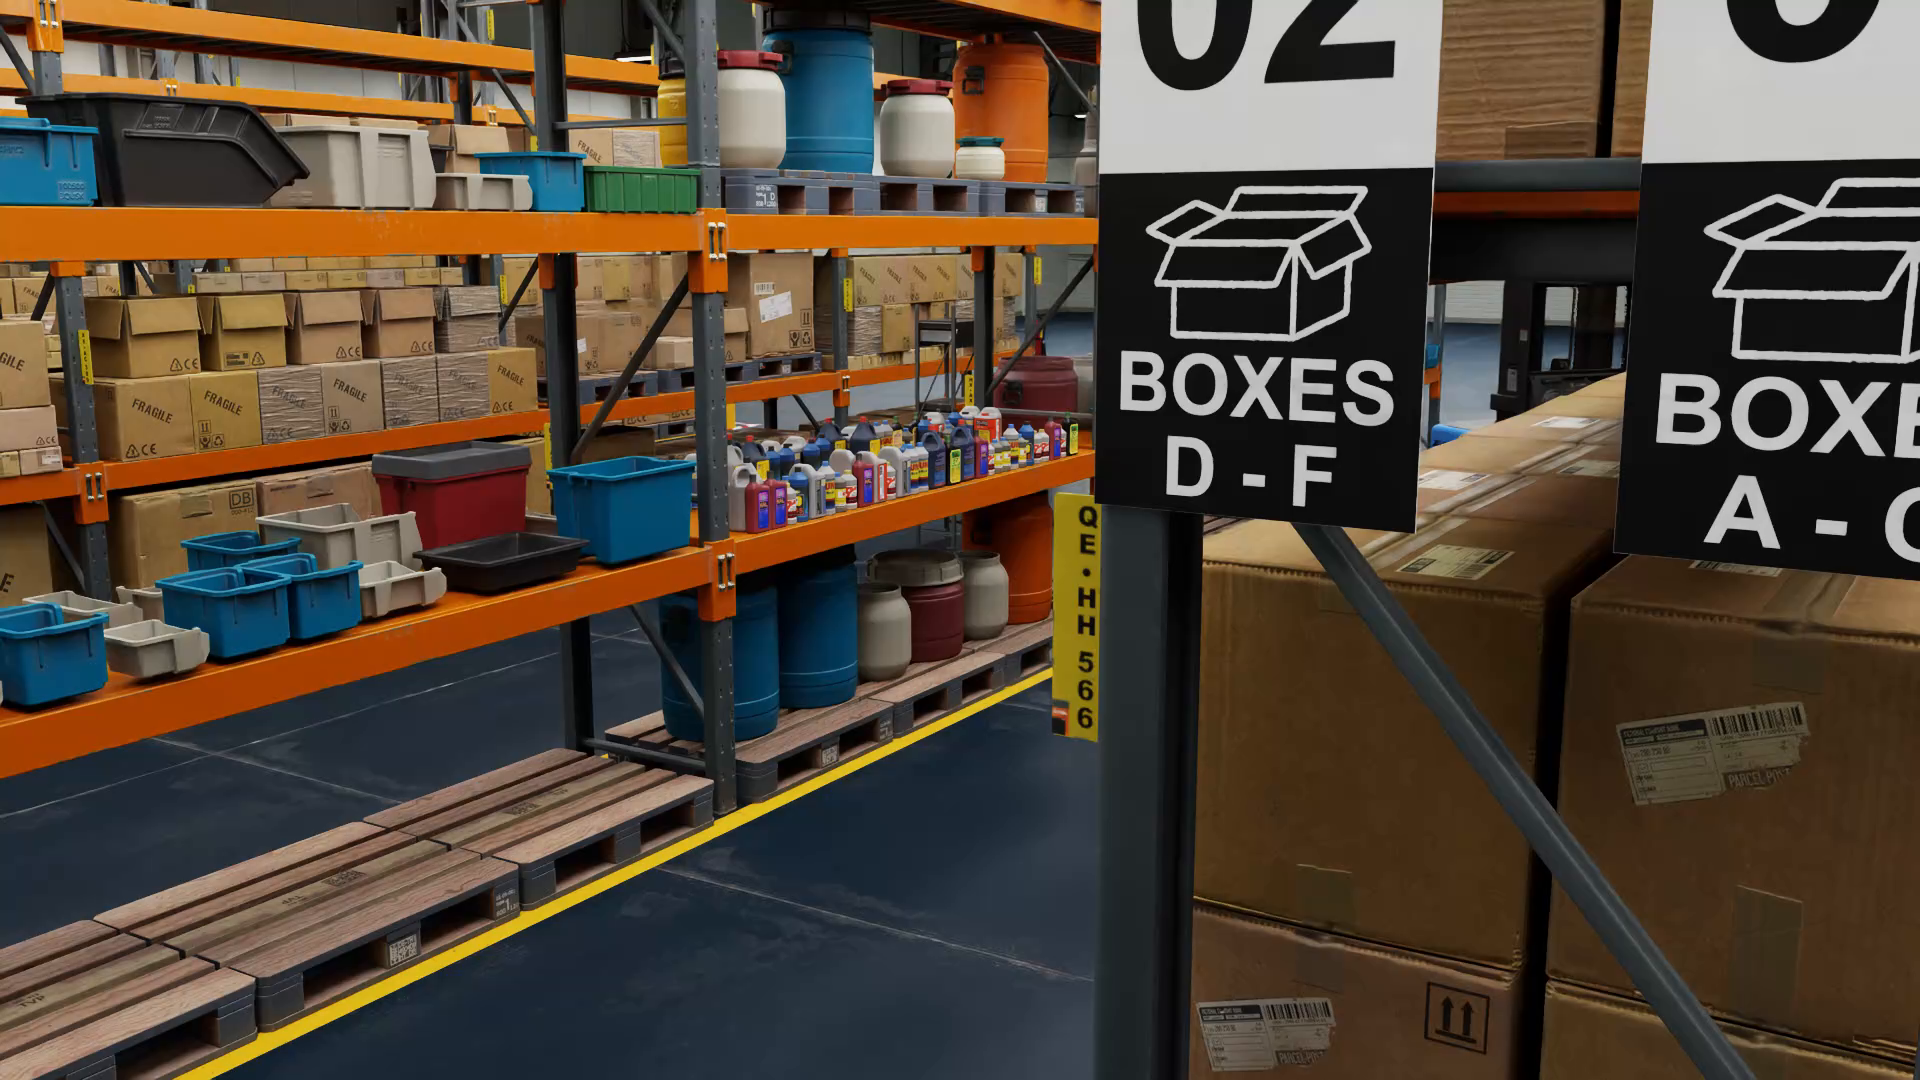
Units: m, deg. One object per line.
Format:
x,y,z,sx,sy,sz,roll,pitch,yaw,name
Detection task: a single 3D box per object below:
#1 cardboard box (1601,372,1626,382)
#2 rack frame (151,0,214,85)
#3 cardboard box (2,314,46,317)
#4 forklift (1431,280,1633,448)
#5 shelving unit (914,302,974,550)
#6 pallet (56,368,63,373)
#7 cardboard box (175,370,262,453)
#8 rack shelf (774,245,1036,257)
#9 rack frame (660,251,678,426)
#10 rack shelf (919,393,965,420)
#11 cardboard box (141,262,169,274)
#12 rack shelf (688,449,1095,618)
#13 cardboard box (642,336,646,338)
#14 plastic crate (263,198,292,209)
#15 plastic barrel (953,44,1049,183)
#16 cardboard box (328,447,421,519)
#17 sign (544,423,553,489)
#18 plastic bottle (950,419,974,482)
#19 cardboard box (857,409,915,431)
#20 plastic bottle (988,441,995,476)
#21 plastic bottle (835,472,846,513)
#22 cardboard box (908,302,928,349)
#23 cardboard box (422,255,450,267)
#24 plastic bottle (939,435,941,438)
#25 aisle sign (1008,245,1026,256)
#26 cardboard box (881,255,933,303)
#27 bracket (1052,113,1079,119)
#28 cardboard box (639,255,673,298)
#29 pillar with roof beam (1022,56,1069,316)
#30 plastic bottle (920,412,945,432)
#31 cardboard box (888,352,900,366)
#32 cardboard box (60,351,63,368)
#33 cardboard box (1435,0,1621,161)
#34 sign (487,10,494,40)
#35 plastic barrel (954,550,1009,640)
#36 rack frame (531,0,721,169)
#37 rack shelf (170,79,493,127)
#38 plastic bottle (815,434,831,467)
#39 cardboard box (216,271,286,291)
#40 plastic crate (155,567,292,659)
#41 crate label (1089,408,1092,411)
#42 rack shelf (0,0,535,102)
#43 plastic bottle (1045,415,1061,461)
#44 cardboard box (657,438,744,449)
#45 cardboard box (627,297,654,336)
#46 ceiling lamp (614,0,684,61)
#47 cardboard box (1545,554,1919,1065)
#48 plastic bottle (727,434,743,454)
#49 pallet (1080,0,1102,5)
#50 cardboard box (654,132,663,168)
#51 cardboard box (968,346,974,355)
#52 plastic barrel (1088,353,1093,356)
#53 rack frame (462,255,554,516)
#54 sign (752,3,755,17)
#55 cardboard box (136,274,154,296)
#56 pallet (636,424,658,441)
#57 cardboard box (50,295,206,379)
2.222,-0.239,5.004,0.500,0.500,0.500,7,13,32,cardboard box
-10.074,-5.846,21.642,1.000,3.000,0.127,6,12,31,rack frame
-8.680,-2.010,15.380,0.380,0.149,0.250,6,12,28,cardboard box
5.040,-1.165,13.127,1.130,2.935,3.031,-4,11,-20,forklift
-0.086,-1.006,14.536,0.431,2.100,0.503,6,12,31,shelving unit
-8.147,-1.595,15.757,1.213,0.211,1.003,6,12,31,pallet
-5.045,-0.869,11.089,0.500,0.500,0.500,6,12,31,cardboard box
-0.566,-3.386,18.607,1.077,0.370,4.000,6,12,31,rack shelf
-3.714,-3.070,23.113,1.000,3.000,0.127,6,12,31,rack frame
-0.086,-0.993,14.539,0.431,0.518,0.480,6,12,31,rack shelf
-10.621,-3.578,21.844,0.380,0.149,0.250,6,12,30,cardboard box
-0.486,-0.180,9.635,1.077,0.370,4.000,6,12,31,rack shelf
-3.046,-1.750,15.289,0.396,0.266,0.258,6,12,29,cardboard box
-2.741,-1.284,6.139,0.437,0.136,0.530,6,12,31,plastic crate
0.255,-2.651,10.419,0.600,0.830,0.708,6,12,31,plastic barrel
-4.527,-0.238,12.619,1.225,0.875,0.875,6,12,31,cardboard box
-1.994,-0.408,8.146,0.100,0.325,0.005,6,12,31,sign
-0.005,-0.519,9.623,0.144,0.351,0.185,6,12,31,plastic bottle
-0.817,-1.183,18.691,0.500,0.500,0.500,5,12,26,cardboard box
0.157,-0.487,9.856,0.097,0.201,0.097,0,11,0,plastic bottle
-0.635,-0.247,8.574,0.097,0.201,0.097,0,11,0,plastic bottle
-0.855,-2.374,18.320,0.875,0.500,0.500,6,12,31,cardboard box
-8.076,-4.112,24.885,0.700,0.500,0.500,6,12,29,cardboard box
-0.104,-0.463,9.506,0.061,0.283,0.133,6,12,31,plastic bottle
0.761,-3.839,20.157,0.394,0.787,0.004,6,12,31,aisle sign
-0.635,-2.841,18.097,0.500,0.500,0.500,6,12,31,cardboard box
3.644,-13.724,53.940,0.076,0.066,3.189,6,12,31,bracket
-4.147,-3.524,22.199,0.875,0.550,0.550,6,12,31,cardboard box
5.881,-11.232,50.412,9.100,9.000,0.548,6,12,31,pillar with roof beam
-0.189,-0.678,10.673,0.152,0.276,0.135,6,12,31,plastic bottle
-0.867,-1.953,17.829,0.380,0.149,0.250,6,12,31,cardboard box
-8.127,-1.655,15.097,0.380,0.149,0.250,6,12,30,cardboard box
0.671,-0.623,2.301,0.500,0.250,0.500,6,12,31,cardboard box
-5.321,-5.837,18.841,0.100,0.325,0.005,6,12,31,sign
0.096,0.344,10.500,0.421,0.512,0.421,0,11,0,plastic barrel
-1.525,-3.168,7.337,1.000,3.000,0.127,6,12,31,rack frame
-6.829,-4.524,17.624,1.077,0.370,4.000,6,12,31,rack shelf
-0.797,-0.479,9.627,0.097,0.271,0.097,0,11,0,plastic bottle
-7.365,-2.501,17.089,0.700,0.500,0.500,6,12,30,cardboard box
-2.508,0.248,5.684,0.416,0.233,0.300,6,12,31,plastic crate
1.091,-0.797,11.427,0.303,0.233,0.416,6,12,31,crate label
-4.720,-3.406,11.647,1.077,0.370,4.000,6,12,31,rack shelf
0.587,-0.650,10.508,0.061,0.283,0.133,6,12,31,plastic bottle
-2.495,-0.683,15.960,0.700,0.500,0.500,5,12,26,cardboard box
-4.533,-2.916,21.885,0.875,0.550,0.550,6,12,31,cardboard box
-5.433,-10.517,30.727,2.000,3.185,0.800,6,12,31,ceiling lamp
1.086,0.298,2.135,0.500,0.500,0.500,7,13,32,cardboard box
-1.231,-0.400,8.988,0.144,0.351,0.185,6,12,31,plastic bottle
0.151,-3.397,10.161,1.213,0.211,1.003,6,12,31,pallet
-2.696,-3.299,14.559,0.500,0.500,0.500,6,12,29,cardboard box
-0.024,-2.235,19.338,0.380,0.149,0.250,6,12,31,cardboard box
1.122,-1.152,12.566,0.421,0.512,0.421,0,11,0,plastic barrel
-3.681,-1.322,13.777,1.000,3.000,0.127,6,12,31,rack frame
-2.059,-5.452,16.784,0.100,0.325,0.005,6,12,31,sign
-10.374,-3.127,21.196,0.500,0.500,0.500,6,12,31,cardboard box
-4.697,-1.375,21.637,1.003,0.211,1.213,6,12,31,pallet
-5.433,-1.336,10.856,0.797,0.503,0.637,6,12,29,cardboard box
